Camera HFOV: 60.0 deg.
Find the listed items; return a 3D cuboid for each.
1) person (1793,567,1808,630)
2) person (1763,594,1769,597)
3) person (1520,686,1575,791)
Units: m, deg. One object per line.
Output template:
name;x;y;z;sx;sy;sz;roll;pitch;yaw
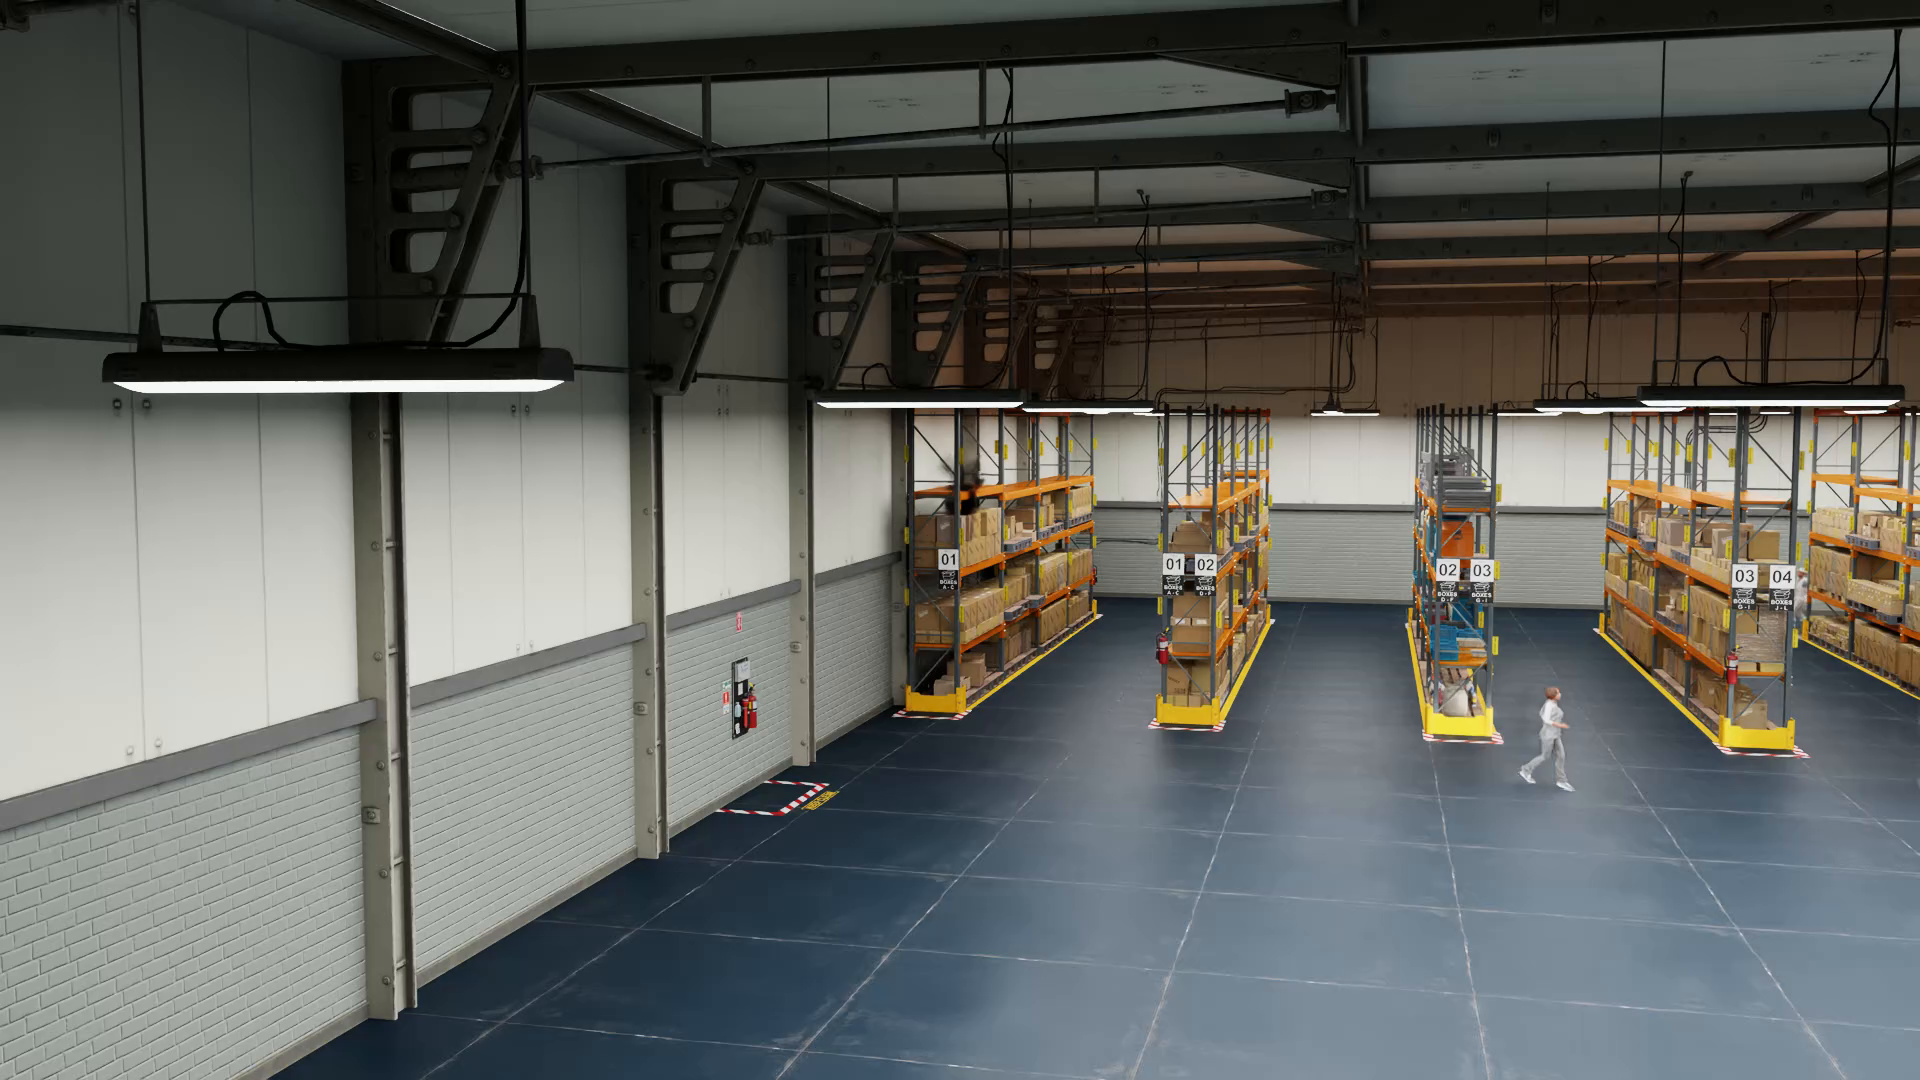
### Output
person;22.460;1.615;44.438;0.700;1.800;0.718;0;4;1
person;20.400;1.790;41.925;0.677;1.836;0.776;1;4;11
person;9.094;3.051;25.715;0.820;1.607;0.537;3;5;35
